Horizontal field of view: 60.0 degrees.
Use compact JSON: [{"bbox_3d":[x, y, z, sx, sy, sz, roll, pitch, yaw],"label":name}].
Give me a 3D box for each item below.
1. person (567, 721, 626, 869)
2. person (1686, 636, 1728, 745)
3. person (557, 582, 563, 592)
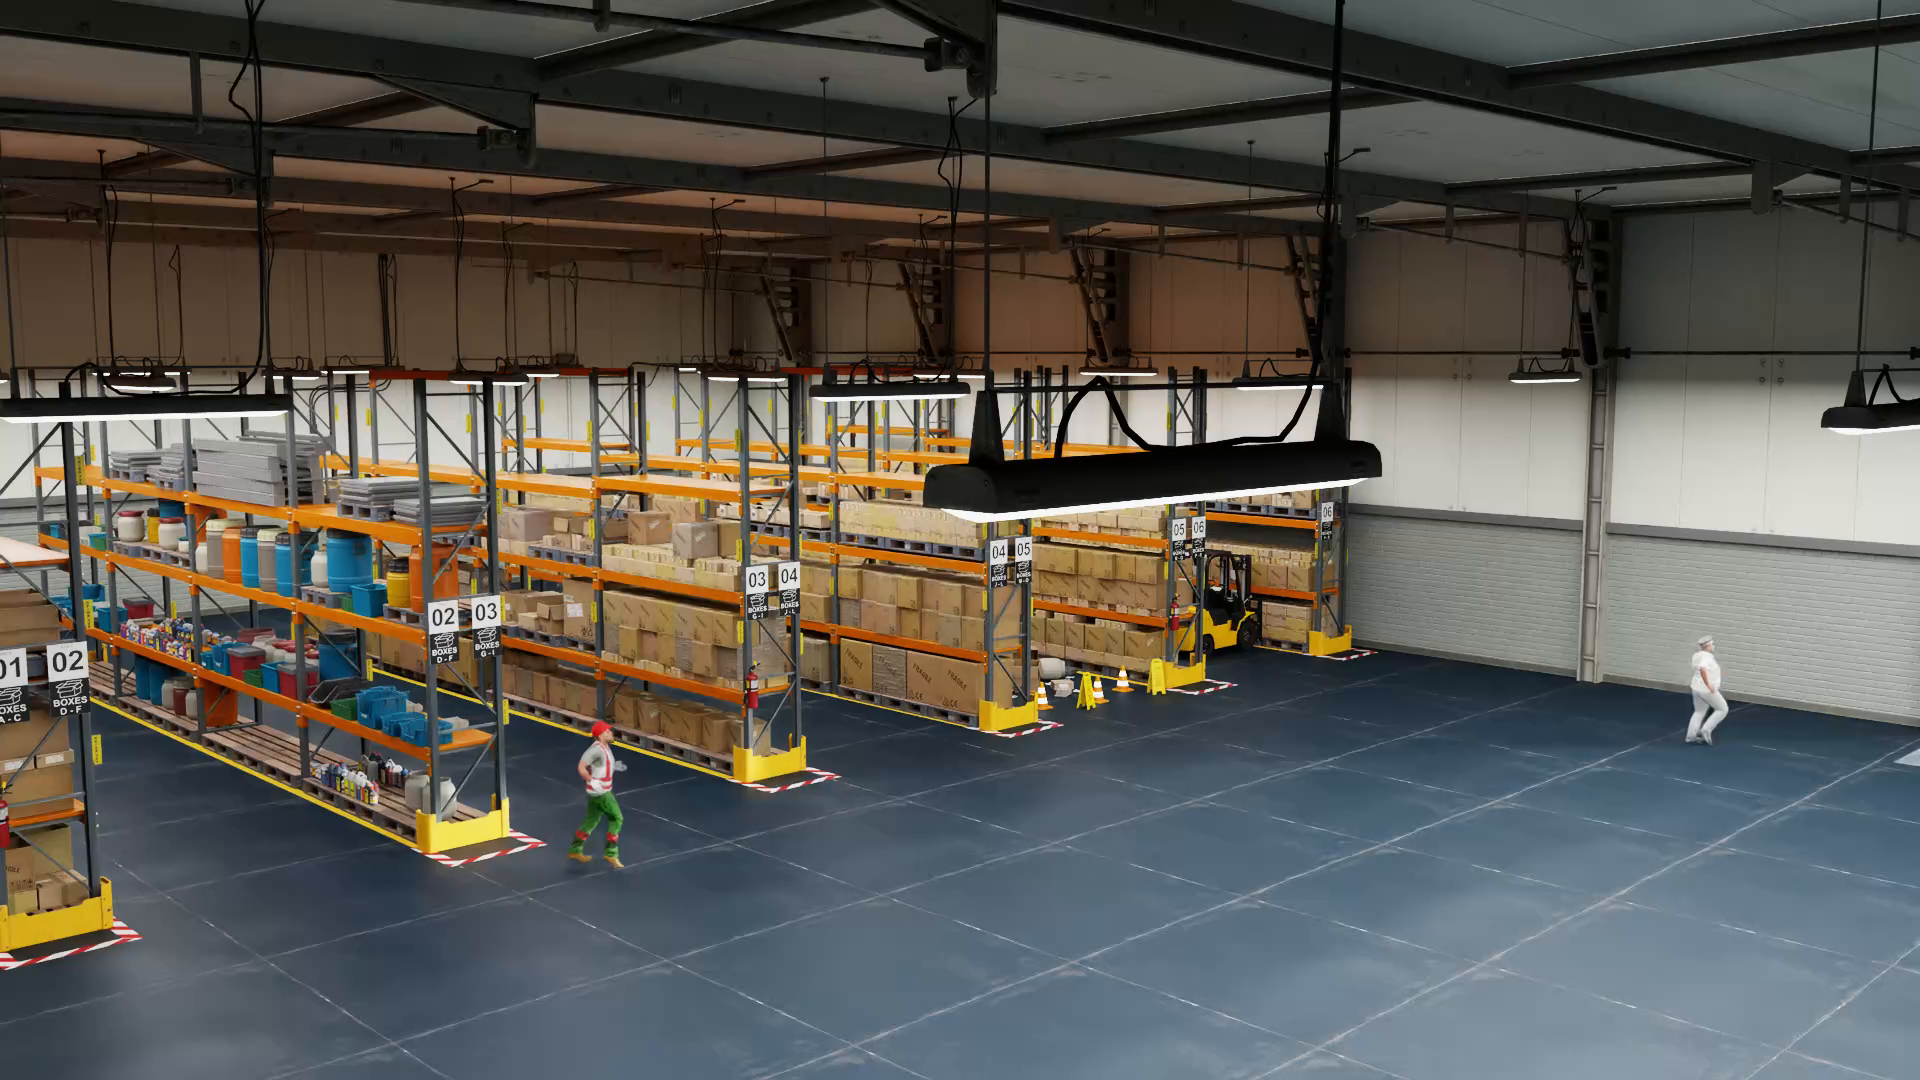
[{"bbox_3d":[-4.488,3.141,20.519,0.740,1.848,0.664,-1,7,-10],"label":"person"},{"bbox_3d":[12.097,2.424,26.885,0.653,1.773,0.652,-1,7,-8],"label":"person"},{"bbox_3d":[-9.923,0.813,41.631,0.504,1.657,0.628,-6,9,-41],"label":"person"}]
